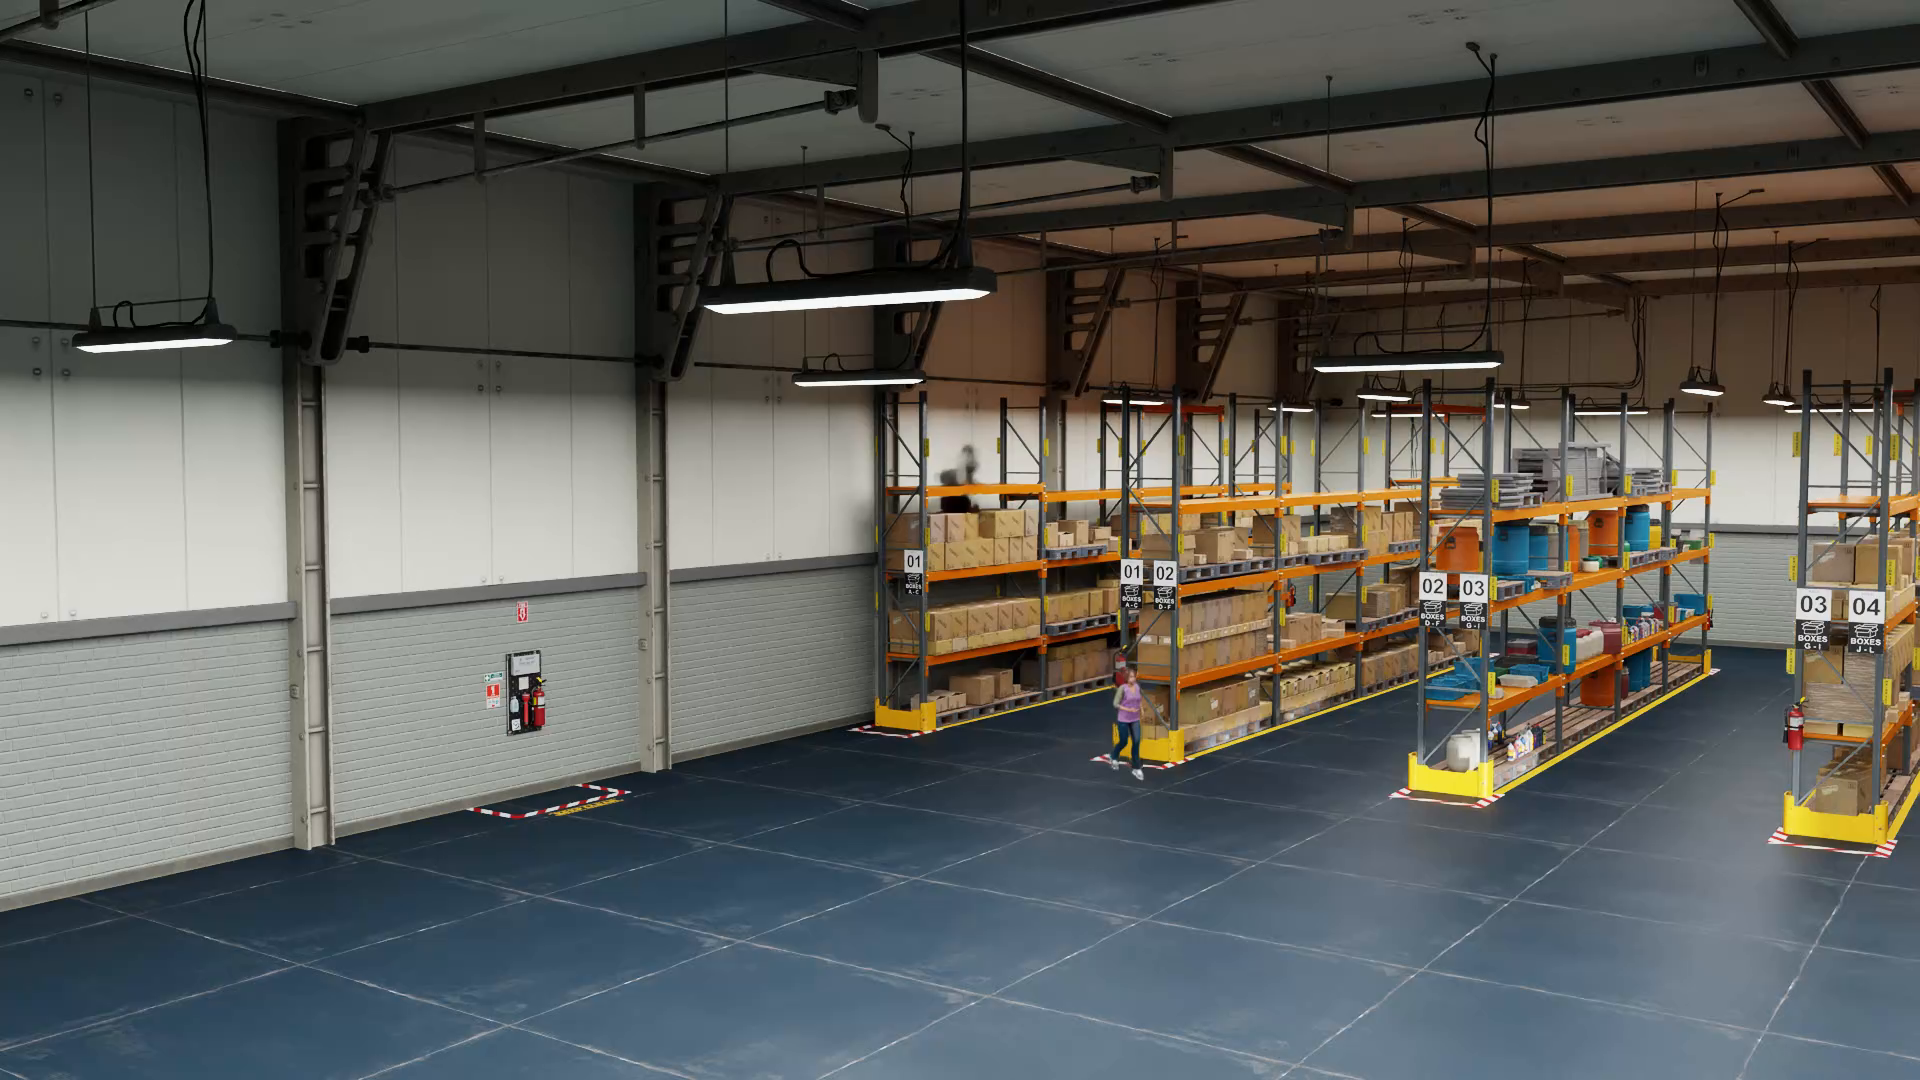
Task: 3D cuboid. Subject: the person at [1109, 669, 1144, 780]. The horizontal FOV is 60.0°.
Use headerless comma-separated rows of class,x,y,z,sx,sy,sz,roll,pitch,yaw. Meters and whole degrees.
person,2.526,2.739,25.006,0.561,1.623,0.777,-2,4,-25
